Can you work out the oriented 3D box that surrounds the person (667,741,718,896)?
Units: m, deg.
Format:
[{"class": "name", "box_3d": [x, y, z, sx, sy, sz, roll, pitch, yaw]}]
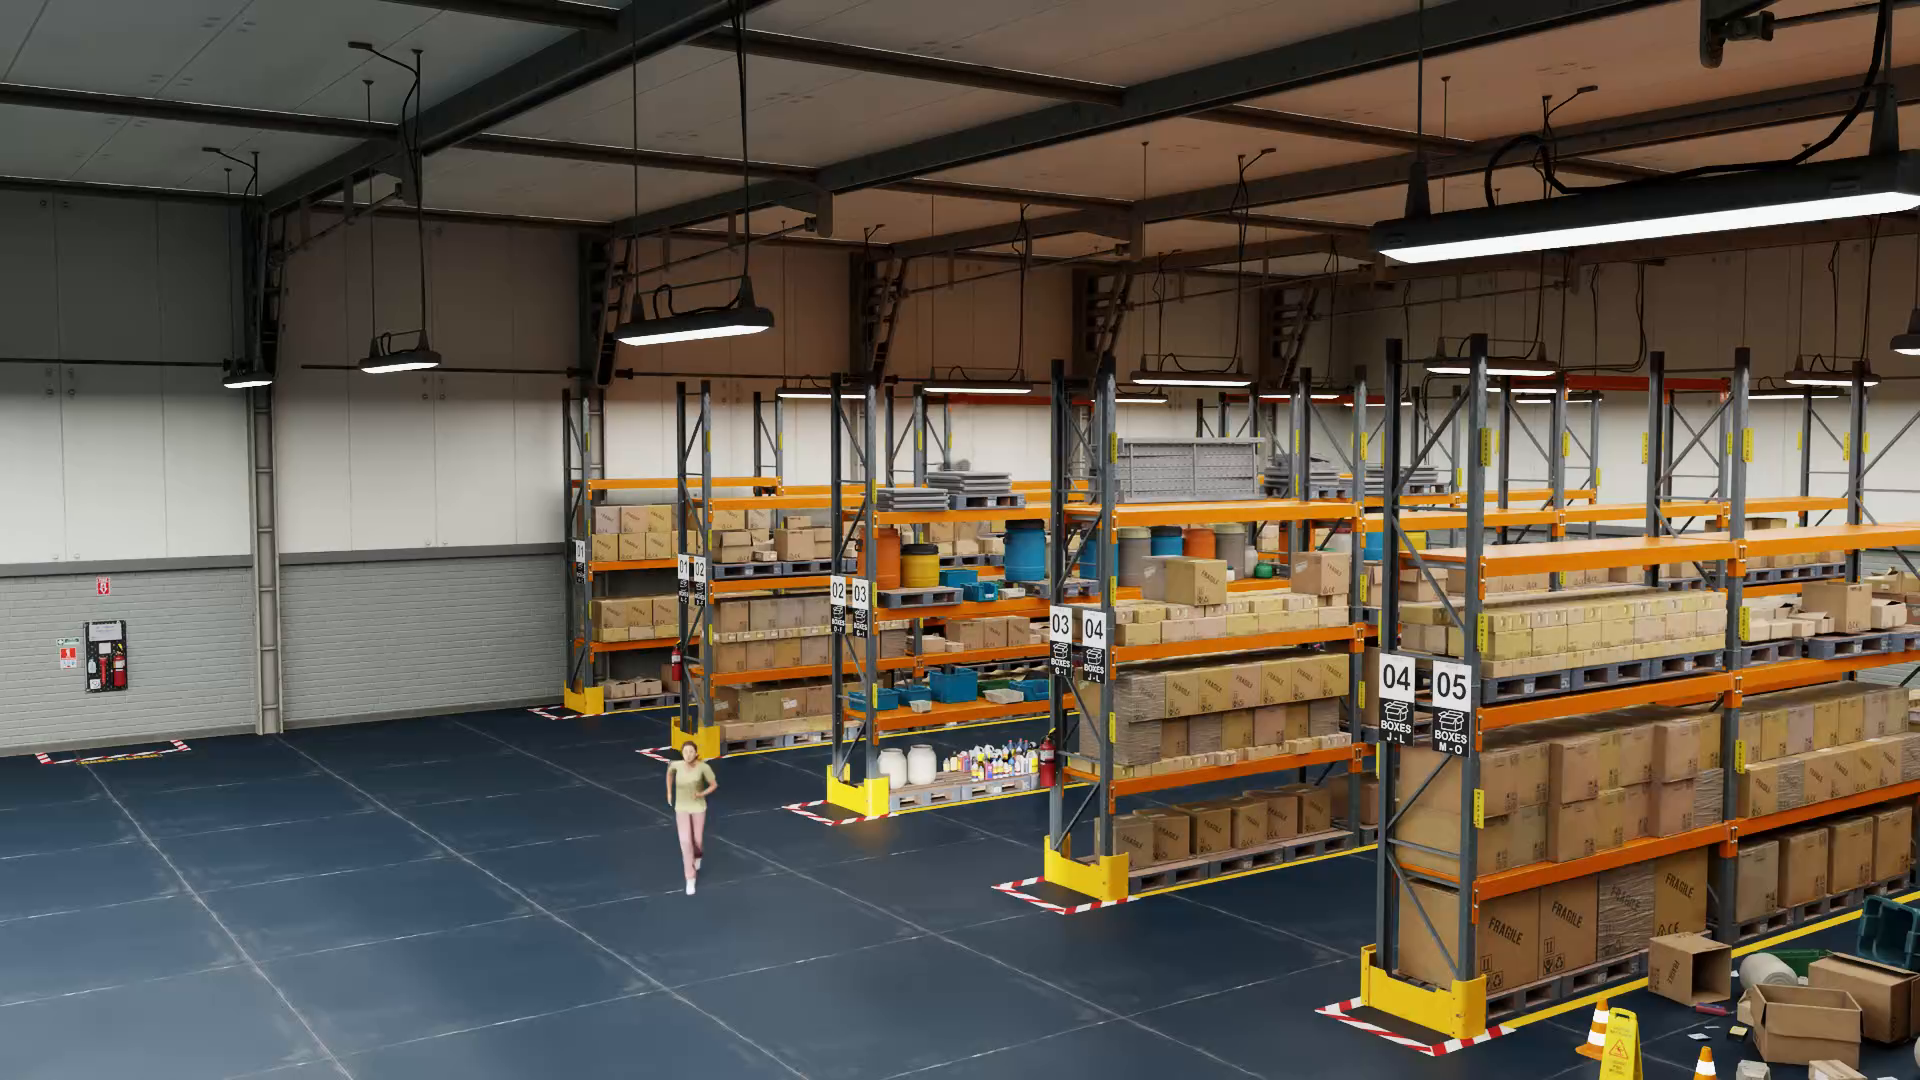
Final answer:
[{"class": "person", "box_3d": [-3.072, 3.111, 19.021, 0.586, 1.672, 1.002, 0, 4, -2]}]

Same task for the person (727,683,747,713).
[{"class": "person", "box_3d": [-3.847, 2.470, 29.050, 0.560, 1.617, 0.548, -3, 5, -40]}]
